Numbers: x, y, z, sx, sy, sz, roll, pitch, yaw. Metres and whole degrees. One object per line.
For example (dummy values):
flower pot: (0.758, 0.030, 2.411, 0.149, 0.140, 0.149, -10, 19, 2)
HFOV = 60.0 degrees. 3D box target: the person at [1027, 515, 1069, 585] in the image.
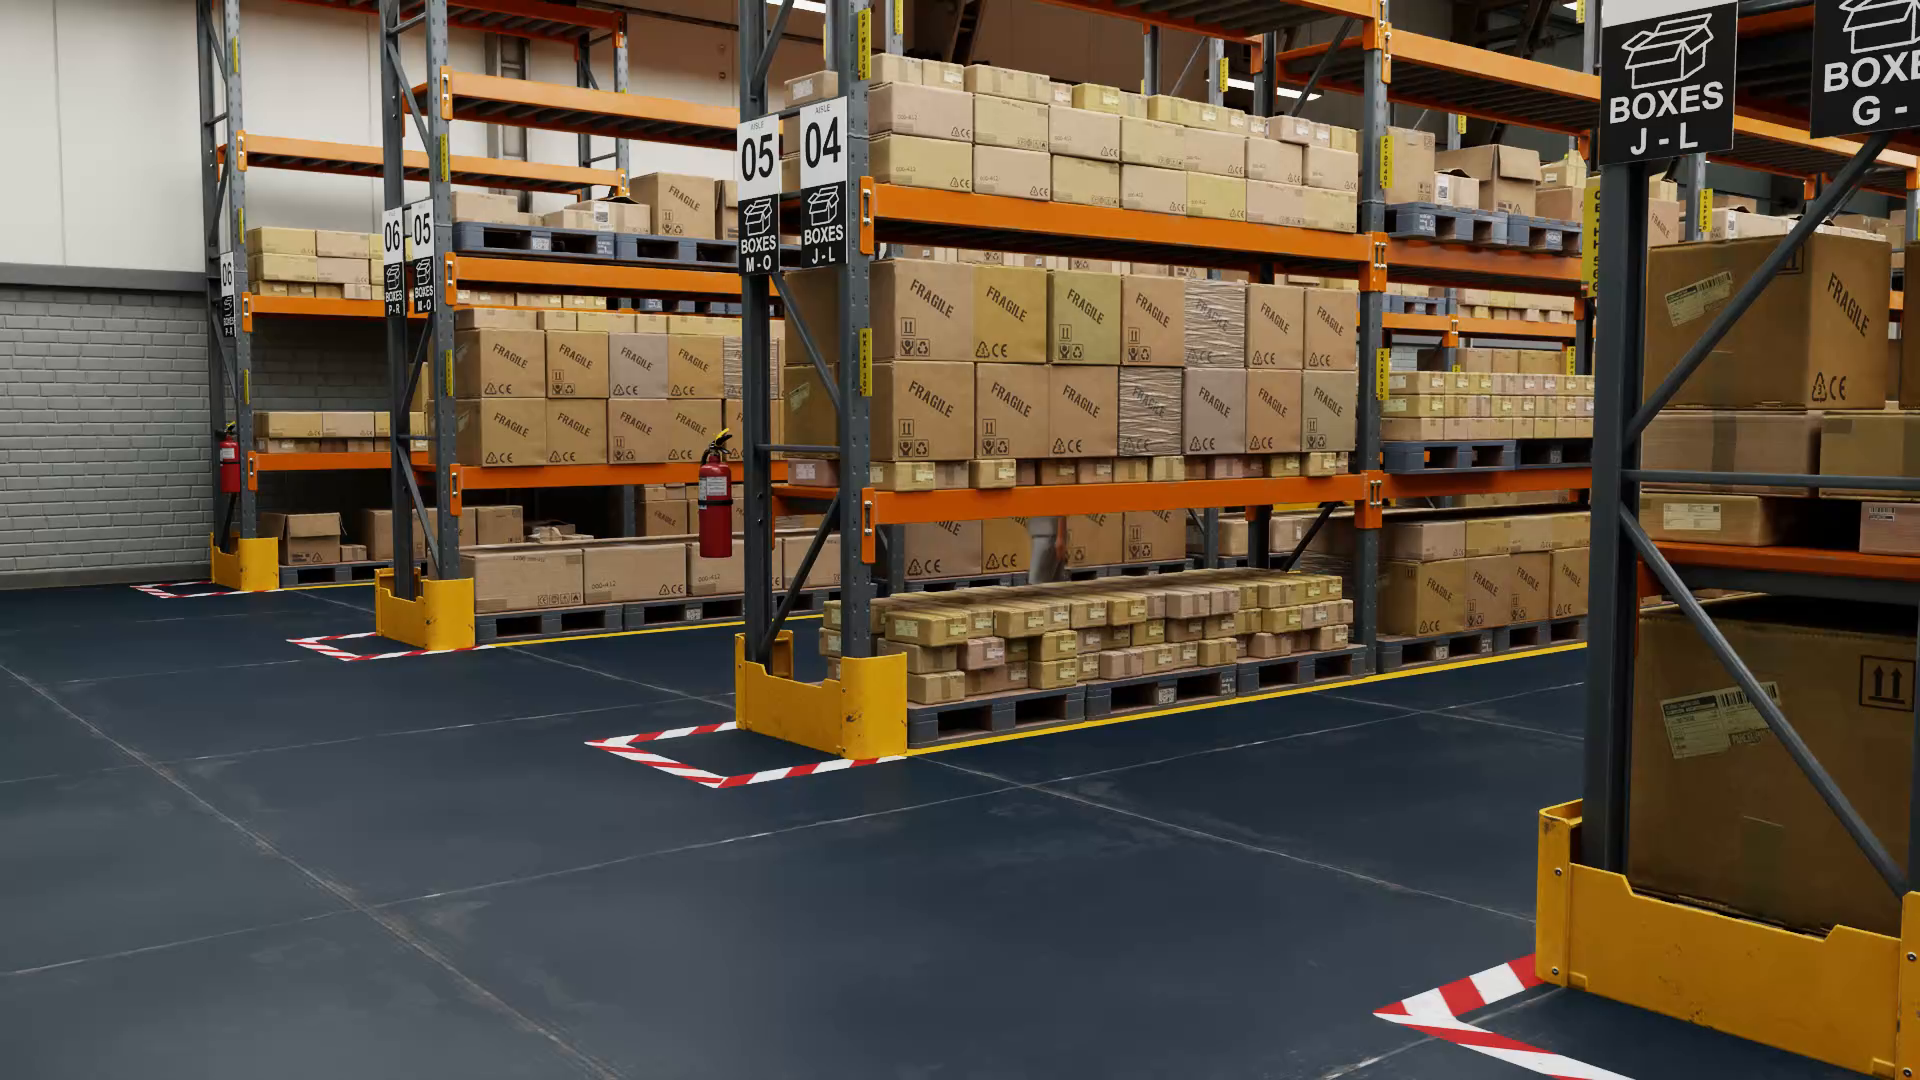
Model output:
person: (0.663, -0.028, 11.623, 0.562, 1.658, 0.497, -1, 5, -15)
